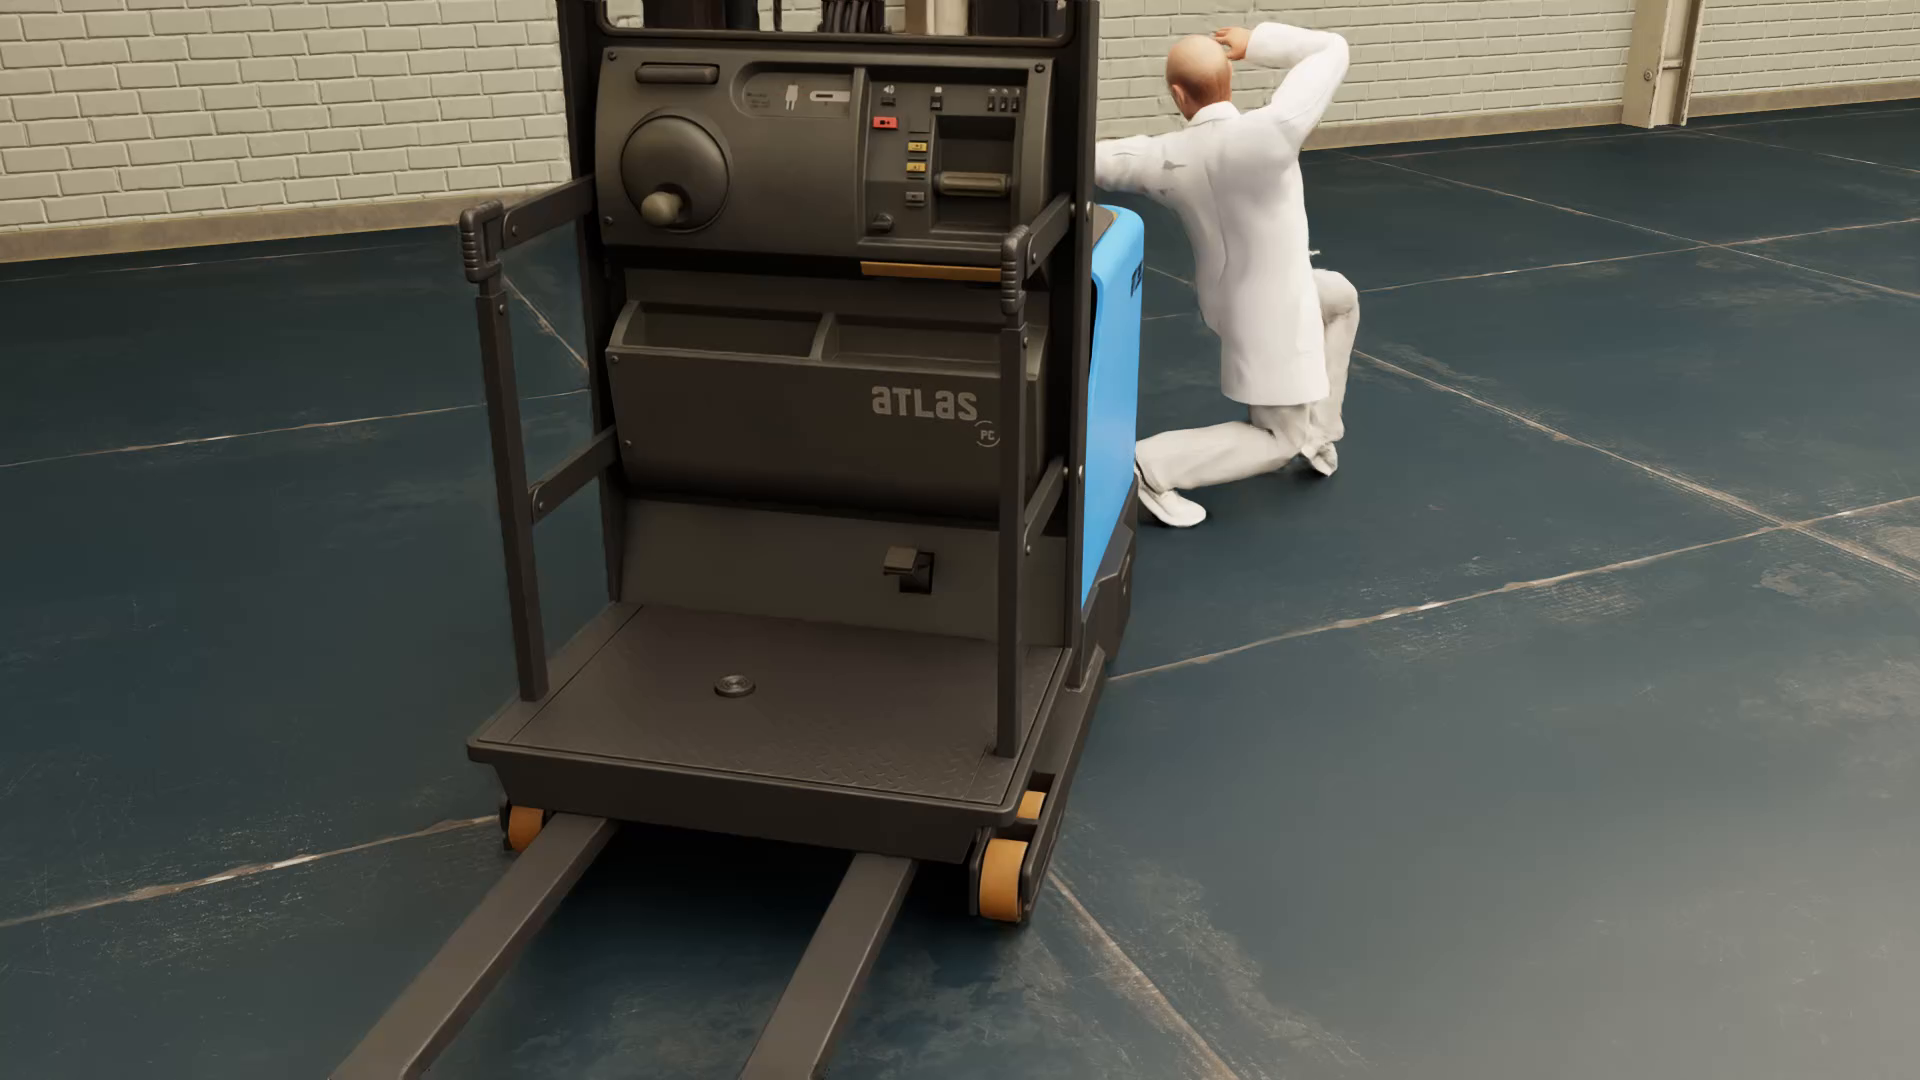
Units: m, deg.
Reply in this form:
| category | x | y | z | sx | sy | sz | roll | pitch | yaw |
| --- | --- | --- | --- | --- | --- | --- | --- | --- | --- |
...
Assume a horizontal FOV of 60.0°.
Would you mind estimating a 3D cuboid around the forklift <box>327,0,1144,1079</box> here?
| category | x | y | z | sx | sy | sz | roll | pitch | yaw |
| --- | --- | --- | --- | --- | --- | --- | --- | --- | --- |
| forklift | -0.328 | -0.758 | 3.110 | 1.130 | 2.935 | 3.031 | 5 | 23 | 12 |

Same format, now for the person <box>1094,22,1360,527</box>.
| category | x | y | z | sx | sy | sz | roll | pitch | yaw |
| --- | --- | --- | --- | --- | --- | --- | --- | --- | --- |
| person | 0.773 | -0.886 | 5.327 | 0.967 | 1.497 | 1.112 | -13 | 26 | -29 |
